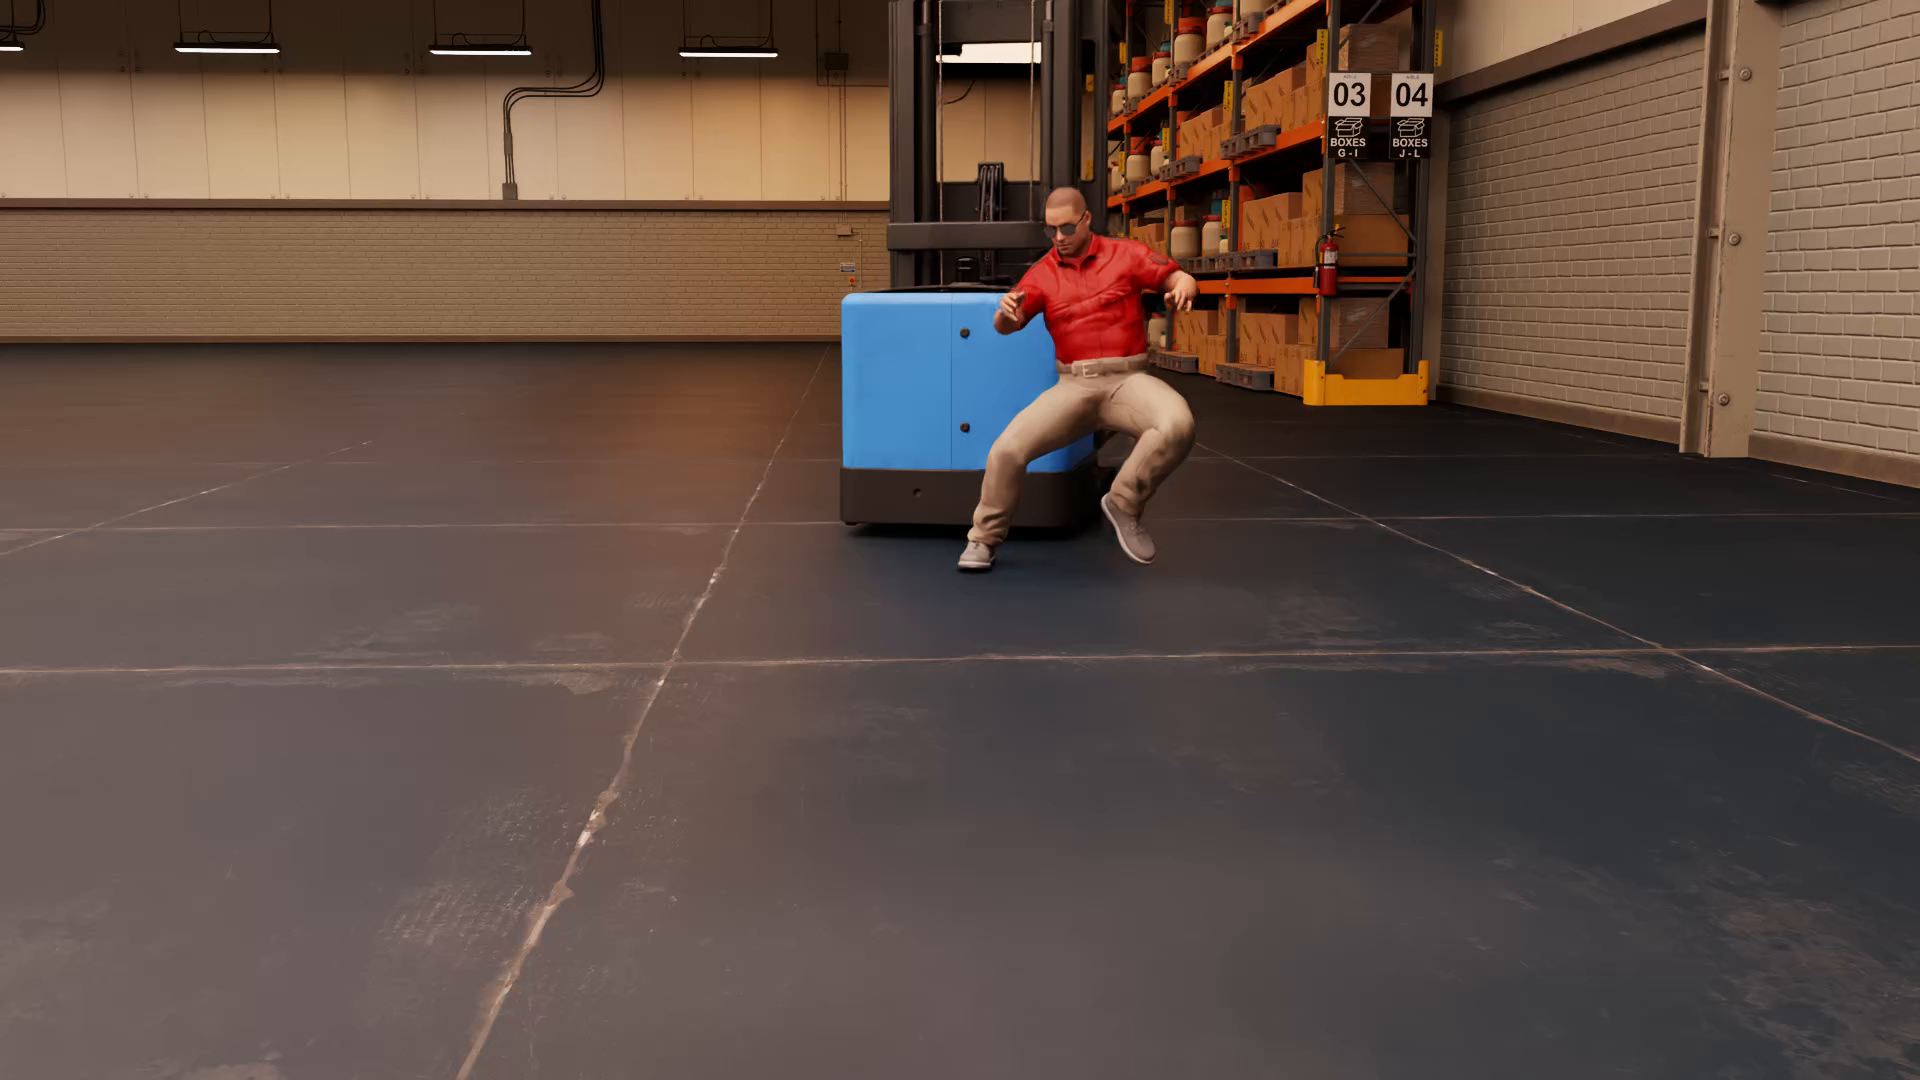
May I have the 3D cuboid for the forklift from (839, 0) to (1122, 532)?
[{"bbox_3d":[0.235,-1.663,8.534,1.130,2.935,3.031,2,9,10],"label":"forklift"}]

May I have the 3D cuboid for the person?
[{"bbox_3d":[0.459,-0.614,6.390,0.916,1.474,0.785,2,9,16],"label":"person"}]
